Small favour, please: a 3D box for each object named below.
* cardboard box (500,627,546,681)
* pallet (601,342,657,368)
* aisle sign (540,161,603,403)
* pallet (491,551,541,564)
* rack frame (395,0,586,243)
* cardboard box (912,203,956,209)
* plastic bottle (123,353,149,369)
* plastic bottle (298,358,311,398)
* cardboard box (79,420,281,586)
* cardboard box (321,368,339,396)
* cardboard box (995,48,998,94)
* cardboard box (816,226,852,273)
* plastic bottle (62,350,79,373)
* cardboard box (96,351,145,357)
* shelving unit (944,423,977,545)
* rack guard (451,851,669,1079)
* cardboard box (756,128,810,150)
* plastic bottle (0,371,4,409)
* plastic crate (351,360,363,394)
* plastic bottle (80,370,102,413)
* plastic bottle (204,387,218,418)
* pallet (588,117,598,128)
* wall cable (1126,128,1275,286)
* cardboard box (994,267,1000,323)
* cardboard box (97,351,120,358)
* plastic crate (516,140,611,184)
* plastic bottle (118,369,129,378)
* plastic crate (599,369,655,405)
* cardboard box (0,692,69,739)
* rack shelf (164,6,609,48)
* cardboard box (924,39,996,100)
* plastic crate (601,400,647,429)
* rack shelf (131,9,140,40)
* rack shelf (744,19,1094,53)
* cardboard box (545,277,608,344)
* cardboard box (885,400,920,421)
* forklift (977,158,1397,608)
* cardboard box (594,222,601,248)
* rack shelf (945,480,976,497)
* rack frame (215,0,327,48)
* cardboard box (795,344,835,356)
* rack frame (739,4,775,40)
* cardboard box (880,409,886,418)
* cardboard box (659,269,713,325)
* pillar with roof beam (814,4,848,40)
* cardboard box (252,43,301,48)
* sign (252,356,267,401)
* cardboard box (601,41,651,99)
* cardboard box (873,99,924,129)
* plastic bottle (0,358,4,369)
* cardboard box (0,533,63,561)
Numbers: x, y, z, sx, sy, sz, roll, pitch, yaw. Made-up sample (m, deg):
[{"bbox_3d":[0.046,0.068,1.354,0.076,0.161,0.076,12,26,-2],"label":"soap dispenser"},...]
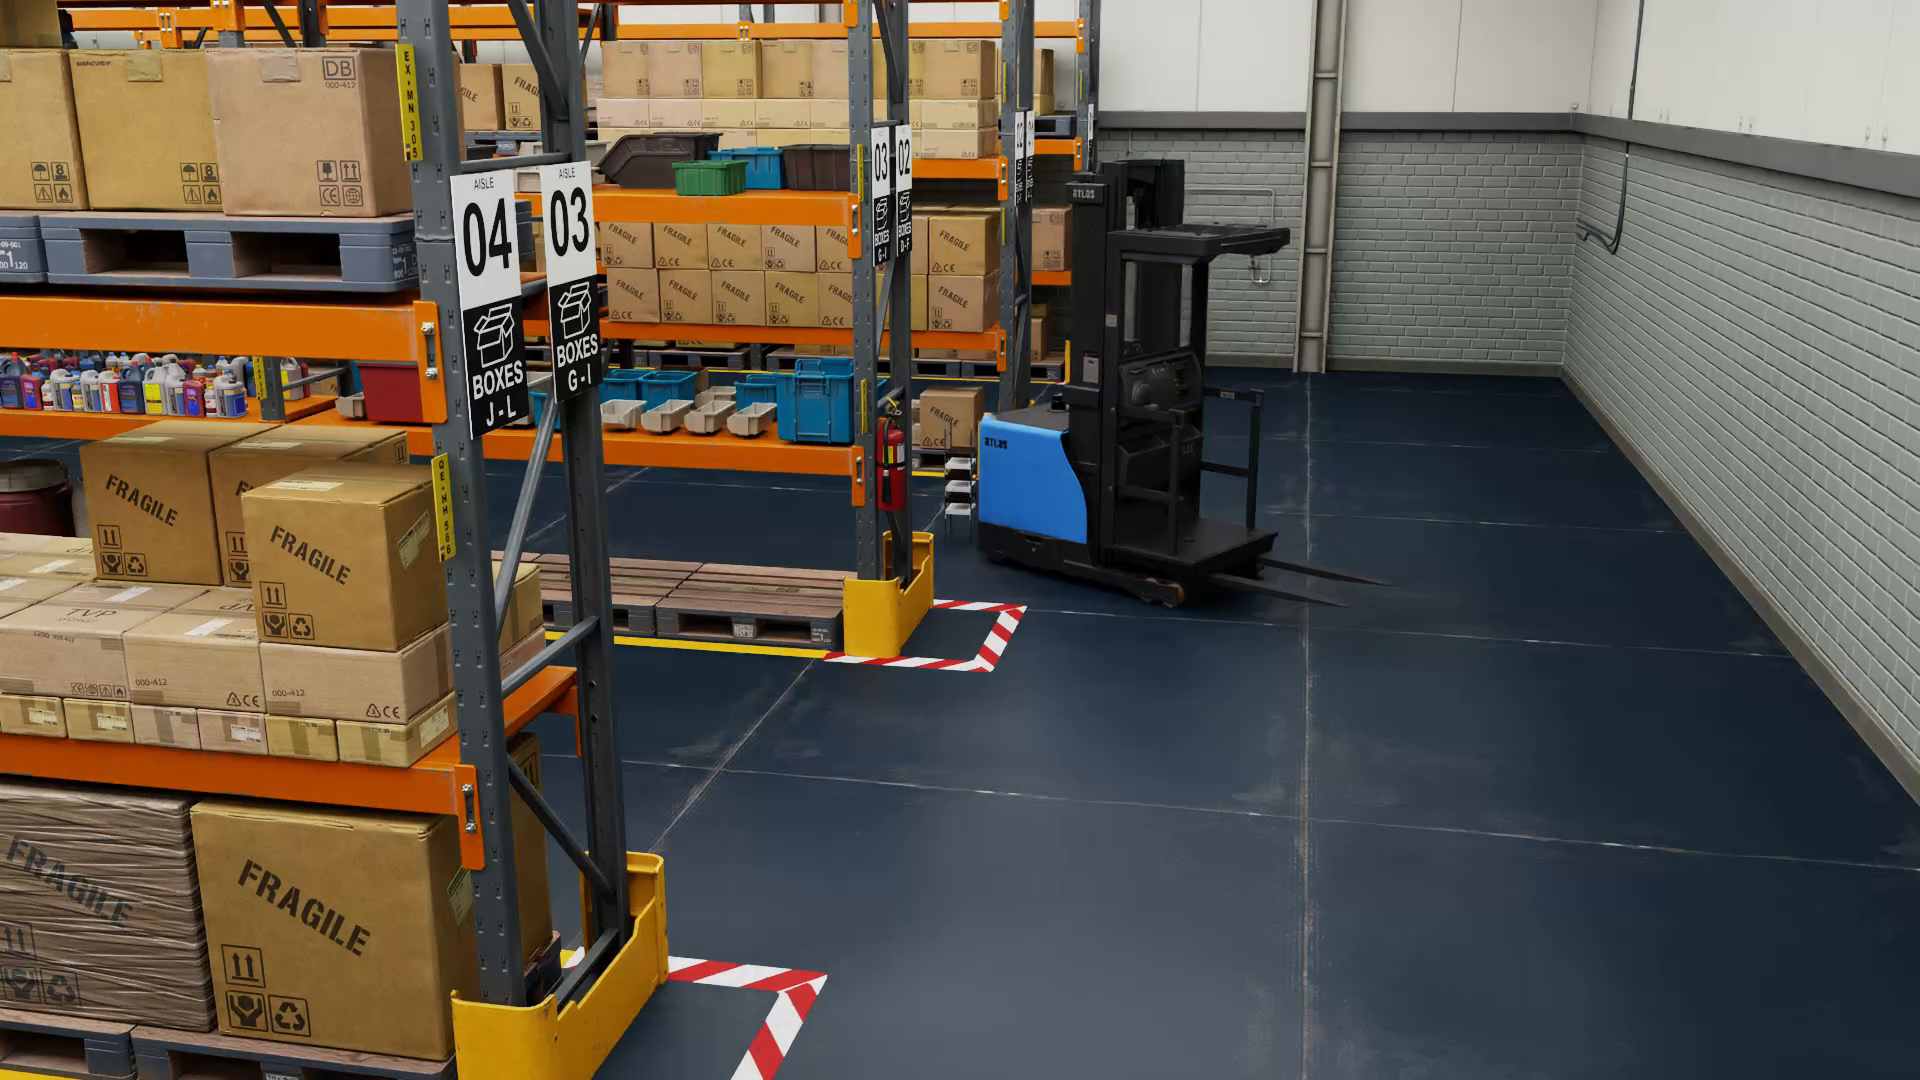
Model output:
[{"bbox_3d":[-1.748,0.447,6.229,0.250,0.149,0.380,3,16,12],"label":"cardboard box"},{"bbox_3d":[-4.395,-2.411,21.299,1.213,0.211,1.003,3,16,11],"label":"pallet"},{"bbox_3d":[-1.335,-0.896,5.738,0.004,0.787,0.394,3,16,11],"label":"aisle sign"},{"bbox_3d":[-3.670,0.296,11.529,1.213,0.211,1.003,3,16,11],"label":"pallet"},{"bbox_3d":[-1.466,-2.460,5.015,0.127,3.000,1.000,3,16,11],"label":"rack frame"},{"bbox_3d":[-0.467,-3.704,20.182,0.700,0.700,0.980,2,16,8],"label":"cardboard box"},{"bbox_3d":[-5.911,-1.203,11.949,0.135,0.276,0.152,3,16,11],"label":"plastic bottle"},{"bbox_3d":[-4.673,-1.152,11.750,0.133,0.283,0.061,3,16,11],"label":"plastic bottle"},{"bbox_3d":[-2.881,-0.150,6.233,0.500,0.500,0.500,3,16,10],"label":"cardboard box"},{"bbox_3d":[-5.934,-1.439,16.428,0.500,0.500,0.500,3,16,10],"label":"cardboard box"},{"bbox_3d":[0.236,-5.438,19.289,0.500,0.500,0.500,4,16,13],"label":"cardboard box"},{"bbox_3d":[-0.983,-2.695,15.041,0.500,0.500,0.500,4,16,13],"label":"cardboard box"},{"bbox_3d":[-6.417,-1.230,12.032,0.133,0.283,0.061,3,16,11],"label":"plastic bottle"},{"bbox_3d":[-8.798,-1.891,17.514,0.500,0.311,0.500,3,16,10],"label":"cardboard box"},{"bbox_3d":[0.008,-0.433,12.870,0.210,0.900,0.258,3,16,11],"label":"shelving unit"},{"bbox_3d":[-1.442,1.637,6.145,0.348,0.500,1.175,3,16,11],"label":"rack guard"},{"bbox_3d":[-1.511,-3.575,14.941,0.500,0.250,0.500,3,16,11],"label":"cardboard box"},{"bbox_3d":[-6.600,-1.049,11.391,0.135,0.276,0.152,3,16,11],"label":"plastic bottle"},{"bbox_3d":[-3.873,-1.163,11.488,0.575,0.384,0.392,3,16,11],"label":"plastic crate"},{"bbox_3d":[-5.833,-1.007,11.241,0.135,0.276,0.152,3,16,11],"label":"plastic bottle"},{"bbox_3d":[-4.968,-0.917,11.055,0.097,0.201,0.097,0,15,0],"label":"plastic bottle"},{"bbox_3d":[-4.606,-5.157,20.725,1.213,0.211,1.003,4,16,14],"label":"pallet"},{"bbox_3d":[2.939,-4.125,20.361,1.851,1.984,0.084,3,16,11],"label":"wall cable"},{"bbox_3d":[0.130,-2.301,15.491,0.500,0.500,0.500,3,16,12],"label":"cardboard box"},{"bbox_3d":[-8.895,-1.750,17.004,0.500,0.311,0.500,3,16,11],"label":"cardboard box"},{"bbox_3d":[-2.589,-2.451,10.826,0.530,0.282,0.437,3,16,11],"label":"plastic crate"},{"bbox_3d":[-5.695,-1.031,11.337,0.097,0.271,0.097,0,15,0],"label":"plastic bottle"},{"bbox_3d":[-2.239,-0.998,11.176,0.300,0.233,0.416,3,16,11],"label":"plastic crate"},{"bbox_3d":[-3.136,0.552,5.851,0.250,0.149,0.380,3,16,11],"label":"cardboard box"},{"bbox_3d":[-5.368,-4.831,15.671,4.000,0.370,1.077,3,16,11],"label":"rack shelf"},{"bbox_3d":[0.005,-4.159,14.706,0.500,0.500,0.700,3,16,11],"label":"cardboard box"},{"bbox_3d":[-2.167,-0.801,10.645,0.250,0.136,0.298,3,16,11],"label":"plastic crate"},{"bbox_3d":[-12.224,-6.744,21.833,4.000,0.370,1.077,3,16,11],"label":"rack shelf"},{"bbox_3d":[-0.464,-5.914,19.582,4.000,0.370,1.077,3,16,11],"label":"rack shelf"},{"bbox_3d":[-4.792,-2.926,21.177,0.750,0.750,0.750,3,16,11],"label":"cardboard box"},{"bbox_3d":[-0.454,-1.177,15.947,0.500,0.250,0.500,3,16,11],"label":"cardboard box"},{"bbox_3d":[1.565,-1.107,11.500,3.031,2.935,1.130,13,20,40],"label":"forklift"},{"bbox_3d":[-4.410,-3.907,20.697,0.500,0.500,0.500,4,16,13],"label":"cardboard box"},{"bbox_3d":[0.008,-0.401,12.879,0.200,0.077,0.258,3,16,11],"label":"rack shelf"},{"bbox_3d":[-4.398,-3.968,10.460,0.127,3.000,1.000,3,16,11],"label":"rack frame"},{"bbox_3d":[-1.712,-2.600,20.655,0.500,0.500,0.700,3,16,12],"label":"cardboard box"},{"bbox_3d":[-2.424,-6.560,19.817,0.127,3.000,1.000,3,16,11],"label":"rack frame"},{"bbox_3d":[-0.995,-1.070,15.561,0.500,0.250,0.500,3,16,11],"label":"cardboard box"},{"bbox_3d":[-2.460,-2.296,15.475,0.500,0.500,0.500,3,16,12],"label":"cardboard box"},{"bbox_3d":[-2.424,-5.623,16.433,0.400,9.000,9.100,3,16,11],"label":"pillar with roof beam"},{"bbox_3d":[-6.401,-4.509,15.972,0.500,0.500,0.500,3,16,11],"label":"cardboard box"},{"bbox_3d":[-4.510,-1.067,10.705,0.005,0.325,0.100,3,16,11],"label":"sign"},{"bbox_3d":[-2.924,-4.332,15.334,0.500,0.500,0.700,3,16,11],"label":"cardboard box"},{"bbox_3d":[-0.532,-3.761,14.677,0.500,0.250,0.500,3,16,11],"label":"cardboard box"},{"bbox_3d":[-7.024,-1.235,12.204,0.097,0.201,0.097,0,15,0],"label":"plastic bottle"},{"bbox_3d":[-3.893,0.156,6.532,0.500,0.250,0.500,3,16,12],"label":"cardboard box"}]
